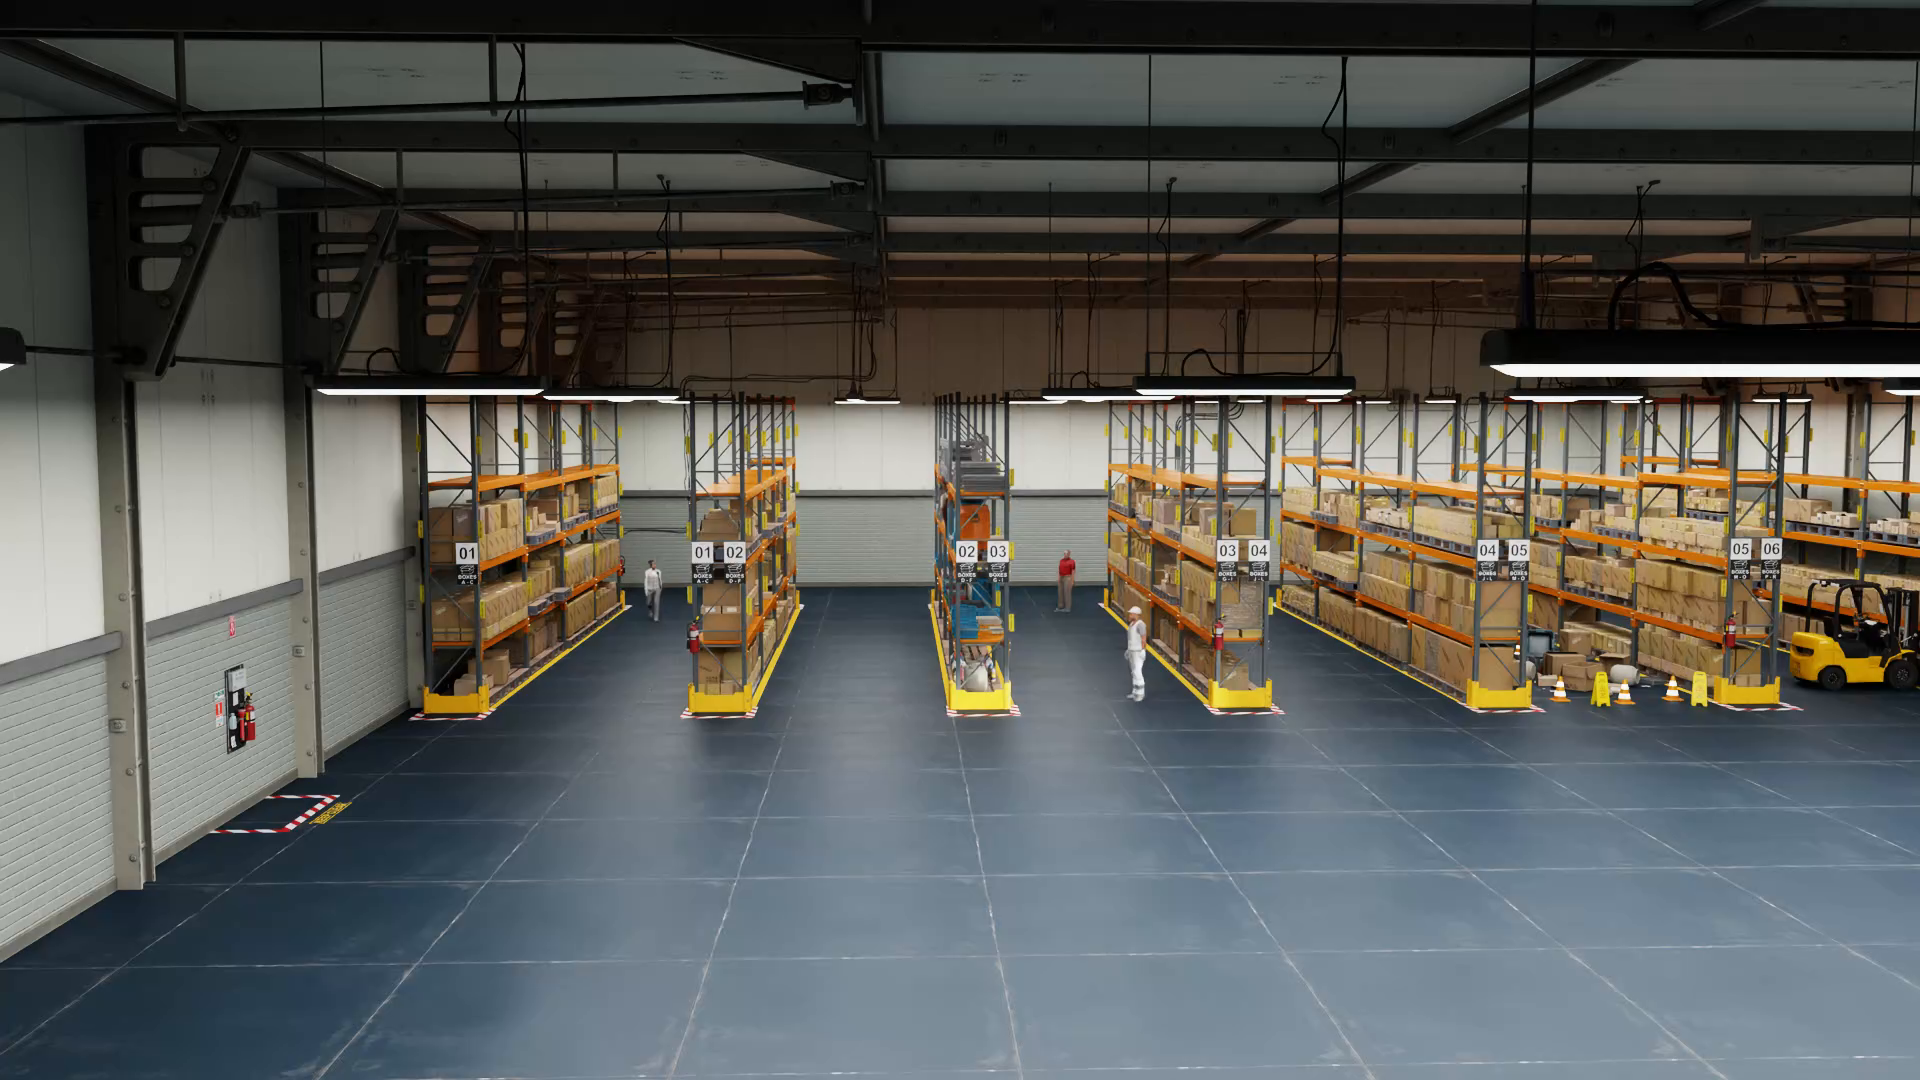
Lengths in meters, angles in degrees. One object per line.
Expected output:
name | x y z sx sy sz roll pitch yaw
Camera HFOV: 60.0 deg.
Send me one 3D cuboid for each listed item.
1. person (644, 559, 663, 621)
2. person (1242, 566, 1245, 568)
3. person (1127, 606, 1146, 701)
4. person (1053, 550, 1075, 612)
person | -8.194 1.328 44.498 0.453 1.641 0.707 0 5 -5
person | 7.213 1.453 42.980 0.566 1.646 0.957 0 5 4
person | 3.433 2.220 32.670 0.374 1.825 0.575 -1 5 -17
person | 2.916 1.153 46.505 0.435 1.758 0.569 -3 5 -33
